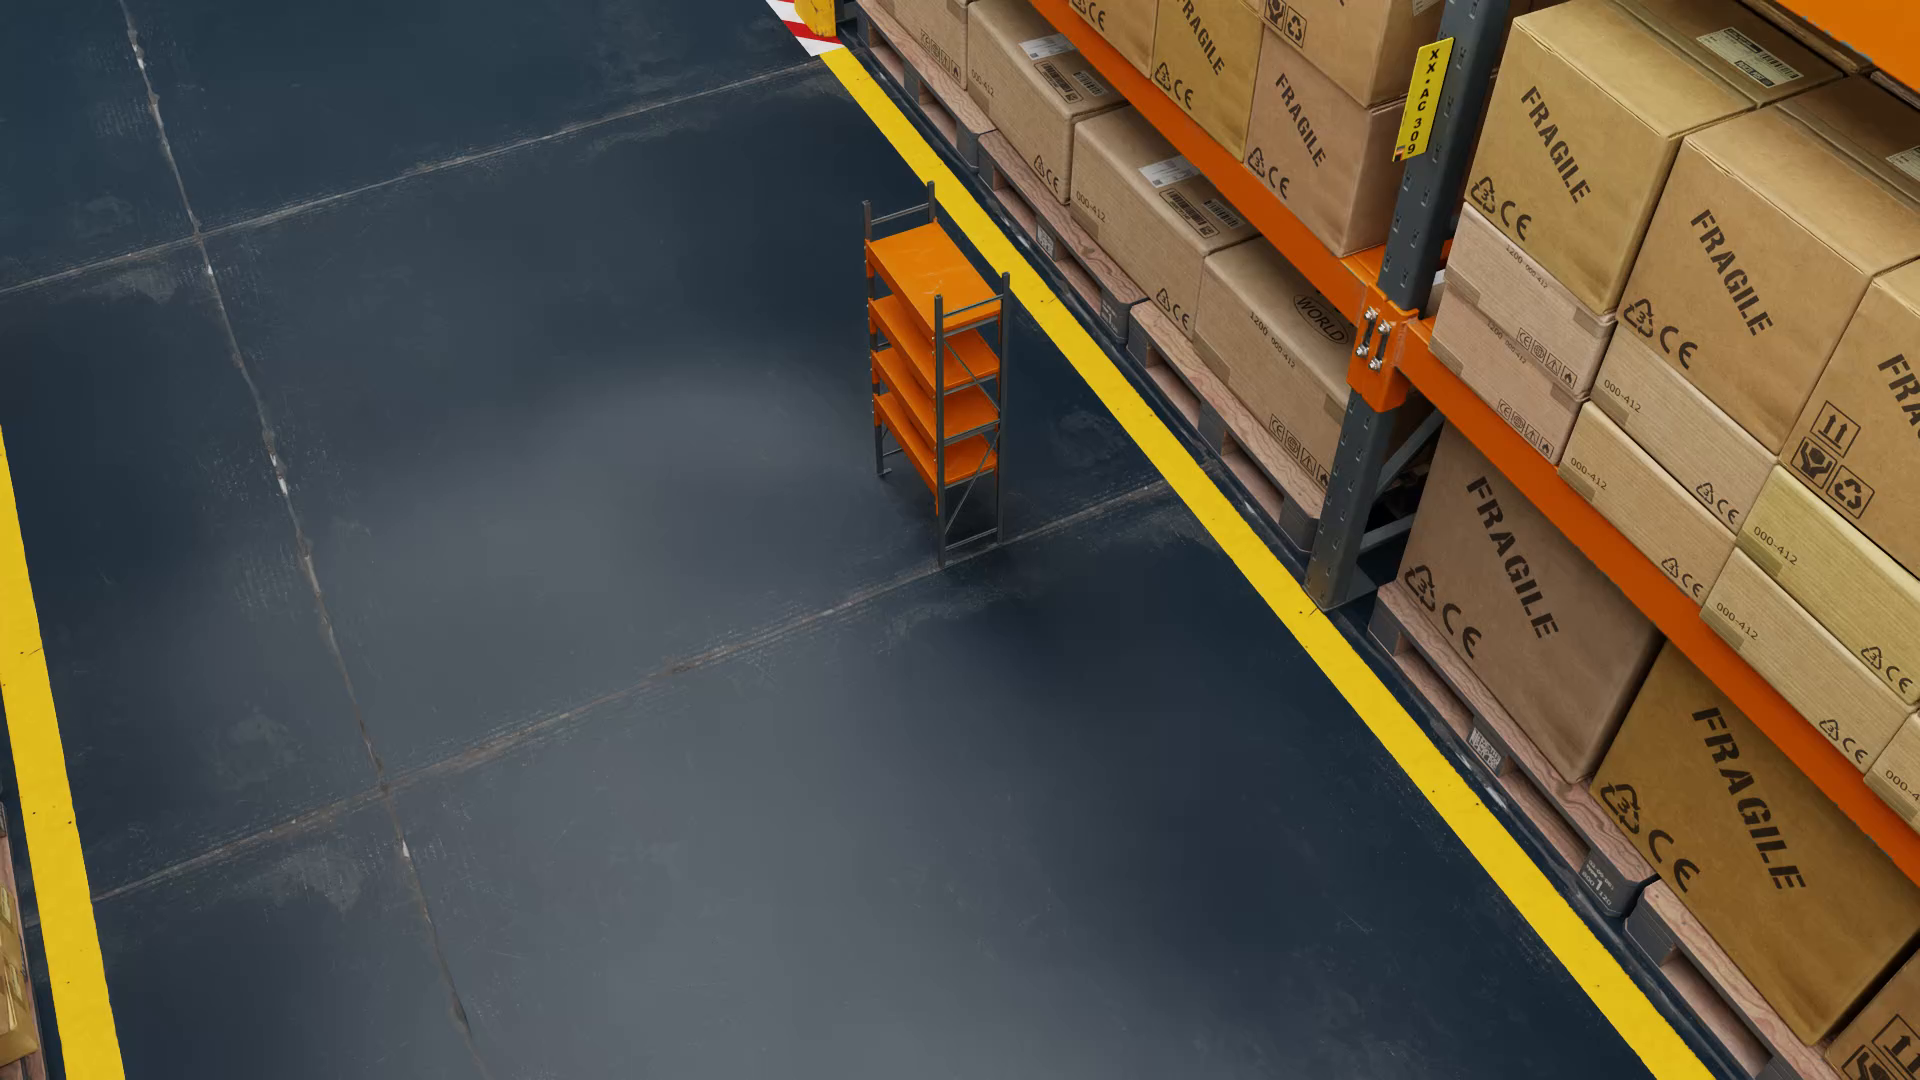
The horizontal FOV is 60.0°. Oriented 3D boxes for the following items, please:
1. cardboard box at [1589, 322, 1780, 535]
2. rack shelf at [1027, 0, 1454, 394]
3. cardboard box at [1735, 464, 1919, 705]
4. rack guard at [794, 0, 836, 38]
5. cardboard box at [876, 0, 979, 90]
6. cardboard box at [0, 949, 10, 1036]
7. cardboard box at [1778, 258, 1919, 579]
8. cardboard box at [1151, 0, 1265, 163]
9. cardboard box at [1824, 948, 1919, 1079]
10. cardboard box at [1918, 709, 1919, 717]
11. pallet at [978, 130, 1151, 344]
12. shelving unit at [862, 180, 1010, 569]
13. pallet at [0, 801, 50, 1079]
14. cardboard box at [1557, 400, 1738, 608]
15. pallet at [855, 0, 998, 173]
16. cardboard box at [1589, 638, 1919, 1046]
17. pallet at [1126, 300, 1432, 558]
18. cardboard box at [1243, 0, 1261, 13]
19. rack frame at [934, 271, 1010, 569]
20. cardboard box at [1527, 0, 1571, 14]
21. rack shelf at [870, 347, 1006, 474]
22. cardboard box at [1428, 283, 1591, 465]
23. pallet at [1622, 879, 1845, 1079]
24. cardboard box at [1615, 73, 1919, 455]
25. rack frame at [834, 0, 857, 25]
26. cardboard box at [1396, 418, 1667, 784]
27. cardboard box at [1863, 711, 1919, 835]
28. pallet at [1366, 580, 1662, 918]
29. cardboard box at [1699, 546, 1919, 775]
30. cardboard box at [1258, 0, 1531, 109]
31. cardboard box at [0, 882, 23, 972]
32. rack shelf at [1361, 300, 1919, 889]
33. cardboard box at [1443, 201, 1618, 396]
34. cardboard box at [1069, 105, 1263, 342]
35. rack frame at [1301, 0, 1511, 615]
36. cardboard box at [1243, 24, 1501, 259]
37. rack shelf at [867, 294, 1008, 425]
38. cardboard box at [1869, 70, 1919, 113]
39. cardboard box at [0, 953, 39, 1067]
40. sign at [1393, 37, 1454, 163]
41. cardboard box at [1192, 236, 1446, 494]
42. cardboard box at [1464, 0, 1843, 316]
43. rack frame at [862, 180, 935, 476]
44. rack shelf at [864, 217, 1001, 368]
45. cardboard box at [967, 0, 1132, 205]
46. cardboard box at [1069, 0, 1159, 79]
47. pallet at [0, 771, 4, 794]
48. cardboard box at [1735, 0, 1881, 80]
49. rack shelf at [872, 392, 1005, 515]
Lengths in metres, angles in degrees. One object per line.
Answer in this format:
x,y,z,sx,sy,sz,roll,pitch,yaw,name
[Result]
1.838,-0.338,3.820,0.500,0.250,0.500,-20,52,-17,cardboard box
0.709,-2.055,6.033,1.077,0.370,4.000,-21,52,-18,rack shelf
2.045,0.009,3.517,0.500,0.250,0.500,-21,52,-17,cardboard box
-0.218,-2.824,7.888,1.175,0.500,0.348,-21,52,-18,rack guard
0.184,-2.518,7.383,0.875,0.438,0.875,-23,53,-19,cardboard box
-2.613,1.169,4.152,0.380,0.149,0.250,-19,51,-16,cardboard box
2.054,-0.255,3.249,0.500,0.500,0.500,-22,52,-18,cardboard box
0.944,-1.551,5.048,0.500,0.500,0.500,-22,52,-18,cardboard box
2.808,1.196,3.844,0.875,0.875,0.875,-21,52,-17,cardboard box
2.278,0.347,3.221,0.500,0.250,0.500,-23,53,-19,cardboard box
0.783,-1.389,6.825,1.003,0.211,1.213,-21,52,-18,pallet
-0.076,-0.506,5.395,0.258,1.200,0.503,-21,52,-18,shelving unit
-3.070,1.300,4.473,1.003,0.211,1.213,-21,52,-18,pallet
1.829,-0.173,4.008,0.500,0.250,0.500,-22,52,-18,cardboard box
0.229,-2.204,7.538,1.003,0.211,1.213,-21,52,-18,pallet
2.399,0.597,4.368,0.875,0.875,0.875,-20,52,-16,cardboard box
1.345,-0.571,6.110,1.003,0.211,1.213,-21,52,-18,pallet
0.937,-1.879,4.670,0.500,0.500,0.500,-22,52,-18,cardboard box
0.036,-0.342,5.252,0.240,1.200,0.015,-21,52,-18,rack frame
1.621,-1.718,4.529,0.500,0.500,0.500,-21,52,-17,cardboard box
-0.076,-0.462,5.446,0.258,0.148,0.480,-21,52,-18,rack shelf
1.590,-0.519,4.311,0.500,0.250,0.500,-22,52,-18,cardboard box
2.606,1.273,4.497,1.003,0.211,1.213,-21,52,-18,pallet
1.827,-0.591,3.544,0.500,0.500,0.500,-21,52,-18,cardboard box
-0.207,-3.631,6.933,1.000,3.000,0.127,-21,52,-18,rack frame
1.979,-0.005,4.894,0.875,0.875,0.875,-20,52,-16,cardboard box
2.270,0.513,3.408,0.500,0.250,0.500,-22,52,-18,cardboard box
2.044,0.455,5.212,1.003,0.211,1.213,-21,52,-18,pallet
2.049,0.176,3.703,0.500,0.250,0.500,-22,52,-18,cardboard box
1.162,-1.536,4.370,0.500,0.500,0.500,-22,52,-18,cardboard box
-2.734,1.087,4.422,0.380,0.149,0.250,-20,52,-16,cardboard box
2.539,0.622,3.691,1.077,0.370,4.000,-21,52,-18,rack shelf
1.574,-0.677,4.117,0.500,0.250,0.500,-23,53,-19,cardboard box
1.022,-1.304,6.321,0.875,0.438,0.875,-23,53,-19,cardboard box
1.624,-0.954,4.591,1.000,3.000,0.127,-21,52,-18,rack frame
1.184,-1.209,4.748,0.500,0.500,0.500,-21,52,-17,cardboard box
-0.076,-0.609,5.278,0.258,0.148,0.480,-21,52,-18,rack shelf
2.295,-0.759,3.691,0.500,0.500,0.500,-20,52,-17,cardboard box
-2.612,1.265,4.266,0.380,0.149,0.250,-23,53,-19,cardboard box
1.131,-1.072,4.067,0.100,0.325,0.005,-21,52,-18,sign
1.432,-0.705,5.797,0.875,0.438,0.875,-22,52,-18,cardboard box
1.570,-0.922,3.833,0.500,0.500,0.500,-21,52,-17,cardboard box
-0.187,-0.669,5.538,0.240,1.200,0.015,-21,52,-18,rack frame
-0.076,-0.764,5.099,0.258,0.148,0.480,-21,52,-18,rack shelf
0.611,-1.909,6.850,0.875,0.438,0.875,-20,52,-17,cardboard box
0.701,-1.883,5.337,0.500,0.500,0.500,-22,52,-18,cardboard box
-3.632,0.482,5.188,1.003,0.211,1.213,-21,52,-18,pallet
2.052,-1.103,3.991,0.500,0.500,0.500,-20,52,-16,cardboard box
-0.076,-0.331,5.595,0.258,0.148,0.480,-21,52,-18,rack shelf
